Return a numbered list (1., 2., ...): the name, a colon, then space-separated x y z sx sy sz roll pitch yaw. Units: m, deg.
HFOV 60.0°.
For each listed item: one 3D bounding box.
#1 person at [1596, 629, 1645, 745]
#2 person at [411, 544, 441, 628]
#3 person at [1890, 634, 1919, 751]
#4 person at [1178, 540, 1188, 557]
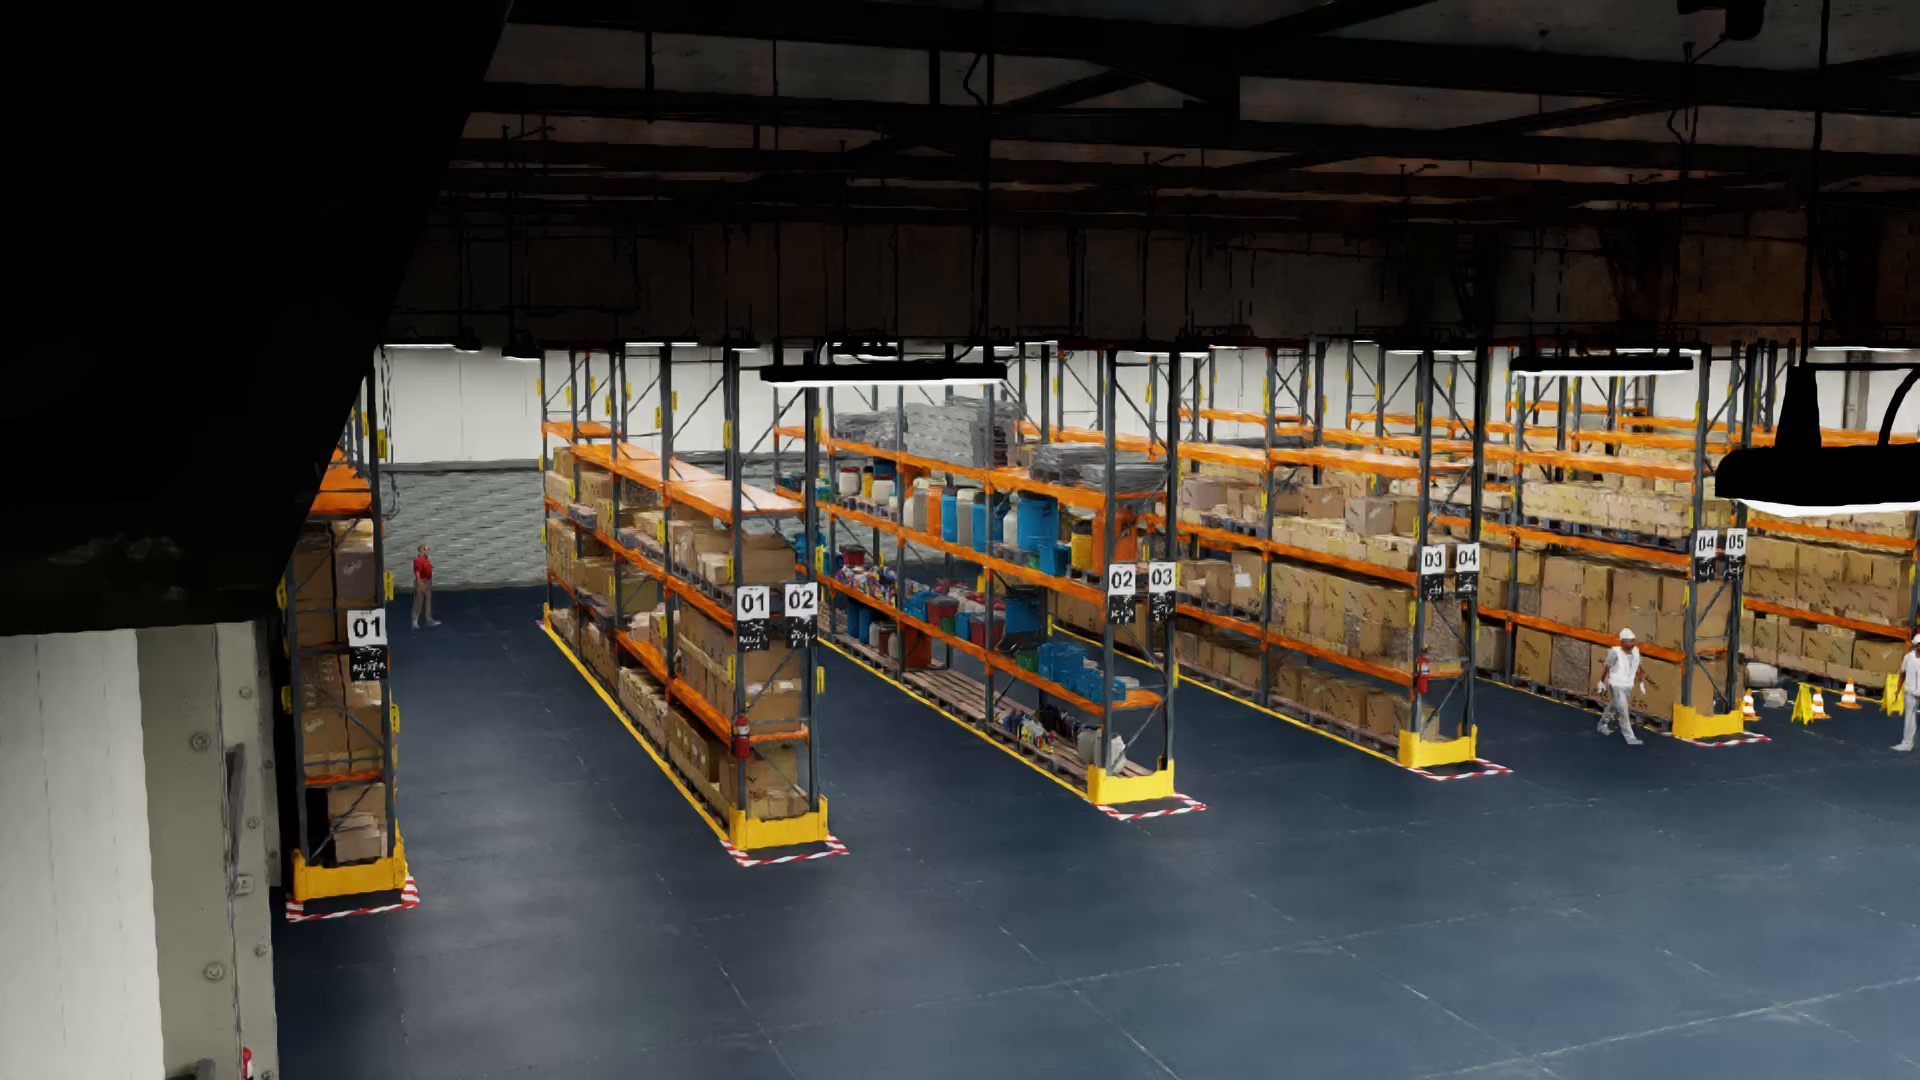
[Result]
1. person: 10.082 2.198 25.239 0.577 1.733 1.042 -3 8 -23
2. person: -11.229 0.950 34.785 0.487 1.730 0.658 1 7 4
3. person: 14.247 2.261 24.674 0.549 1.770 0.684 -6 10 -41
4. person: 5.566 0.107 41.610 0.566 1.664 0.543 6 10 39
